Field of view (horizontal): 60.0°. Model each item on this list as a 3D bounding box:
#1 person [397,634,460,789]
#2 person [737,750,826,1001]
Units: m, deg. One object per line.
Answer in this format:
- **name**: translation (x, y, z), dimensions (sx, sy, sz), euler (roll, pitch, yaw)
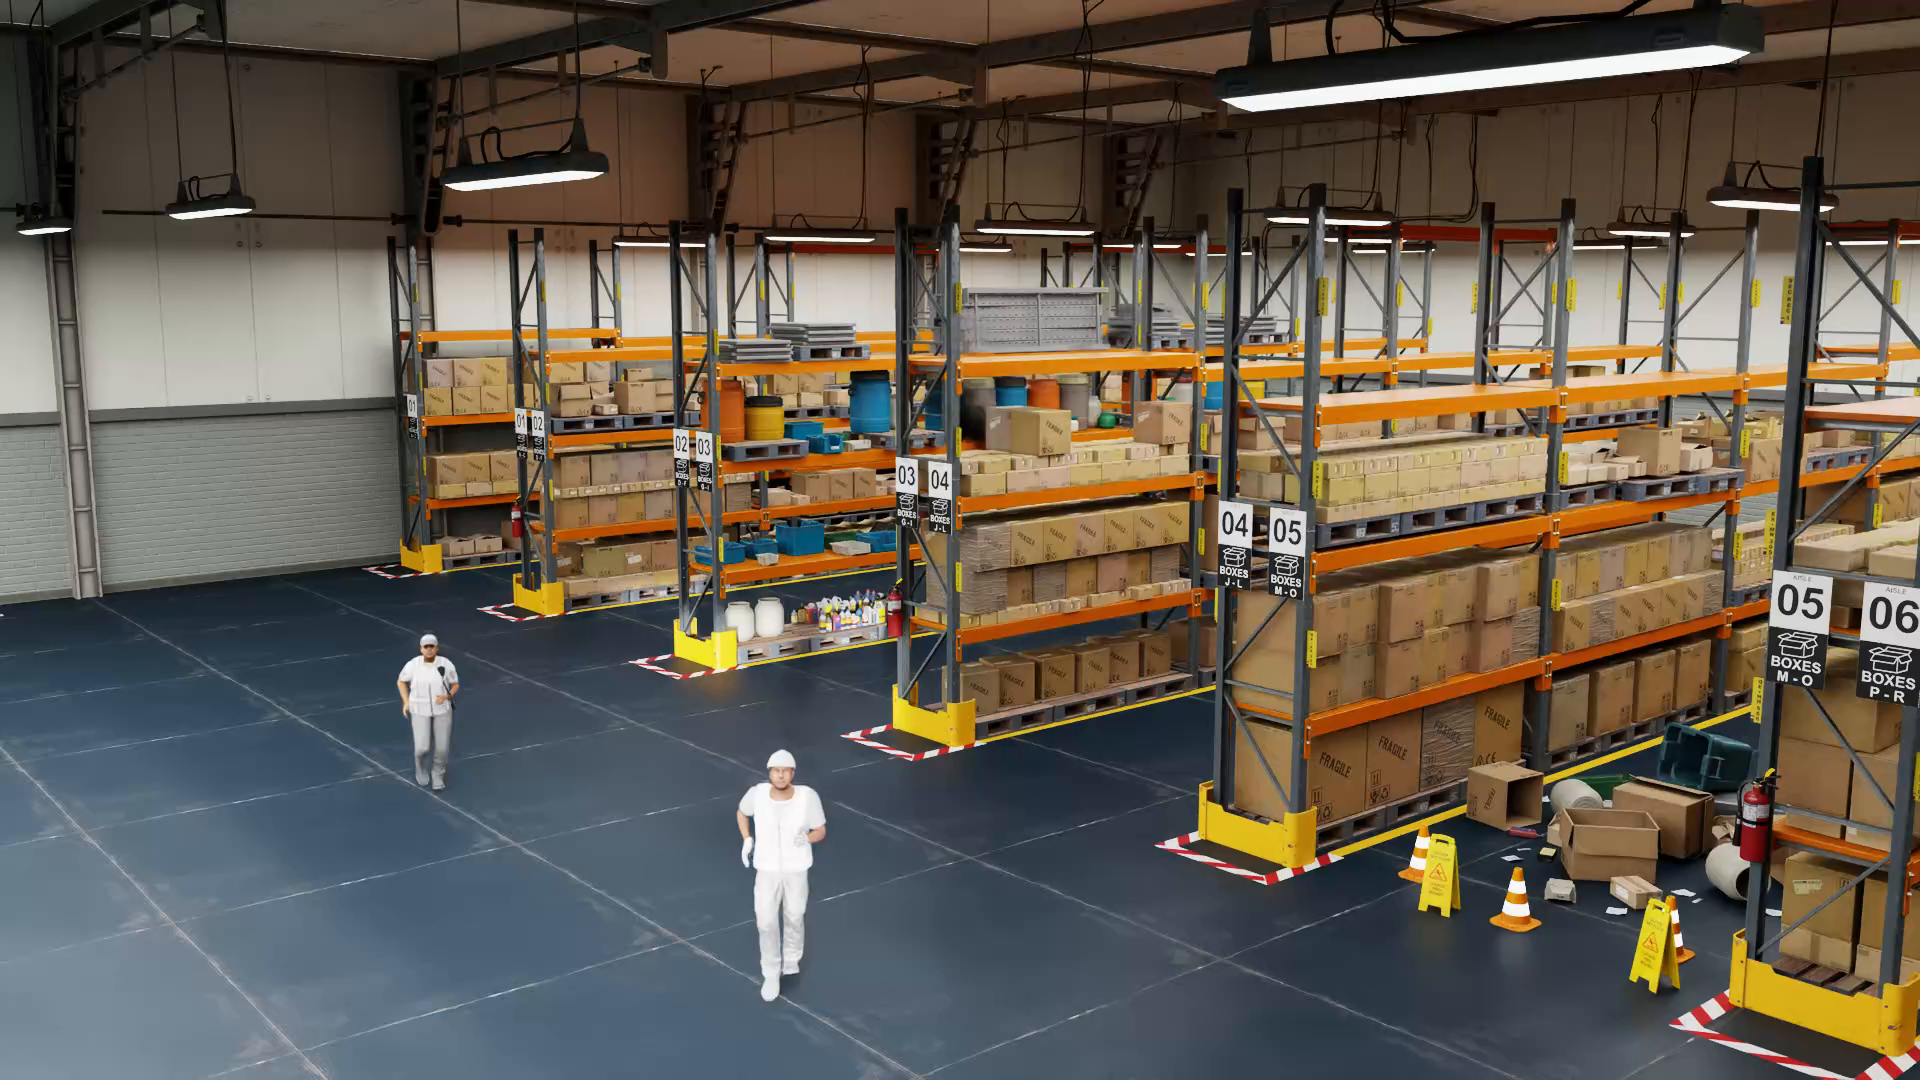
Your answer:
- **person**: translation (-5.391, 1.770, 16.939), dimensions (0.593, 1.626, 0.574), euler (-3, 9, -21)
- **person**: translation (-1.306, 2.439, 12.181), dimensions (0.658, 1.829, 0.712), euler (-1, 9, -4)
